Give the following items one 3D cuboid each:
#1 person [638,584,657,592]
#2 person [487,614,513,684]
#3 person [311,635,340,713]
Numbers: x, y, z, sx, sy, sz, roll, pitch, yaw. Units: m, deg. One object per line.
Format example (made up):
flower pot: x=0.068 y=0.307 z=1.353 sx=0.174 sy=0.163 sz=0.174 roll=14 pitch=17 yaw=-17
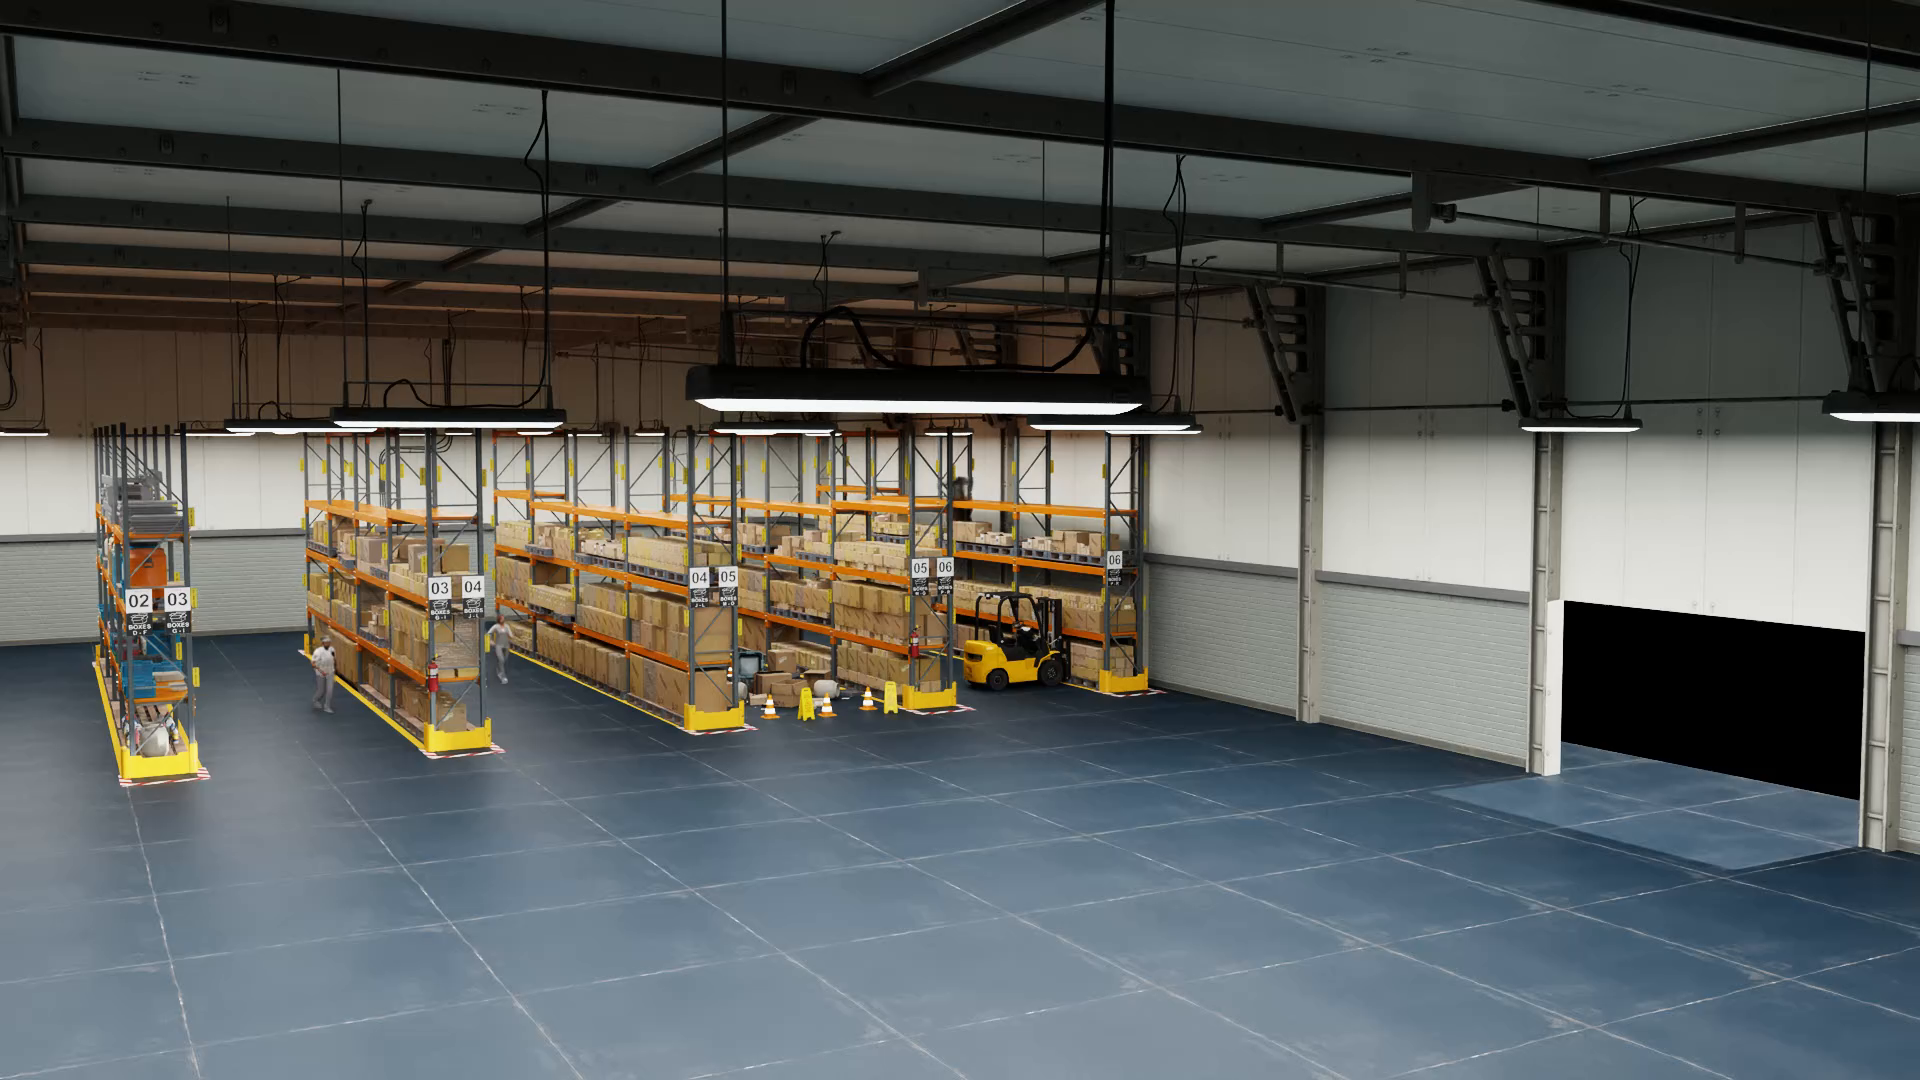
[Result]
person: x=-9.605 y=1.740 z=51.426 sx=0.671 sy=1.749 sz=0.913 roll=2 pitch=4 yaw=34
person: x=-10.775 y=2.535 z=39.071 sx=0.548 sy=1.591 sz=0.888 roll=-3 pitch=4 yaw=-36
person: x=-13.367 y=2.797 z=34.914 sx=0.575 sy=1.644 sz=0.723 roll=-3 pitch=5 yaw=-41
